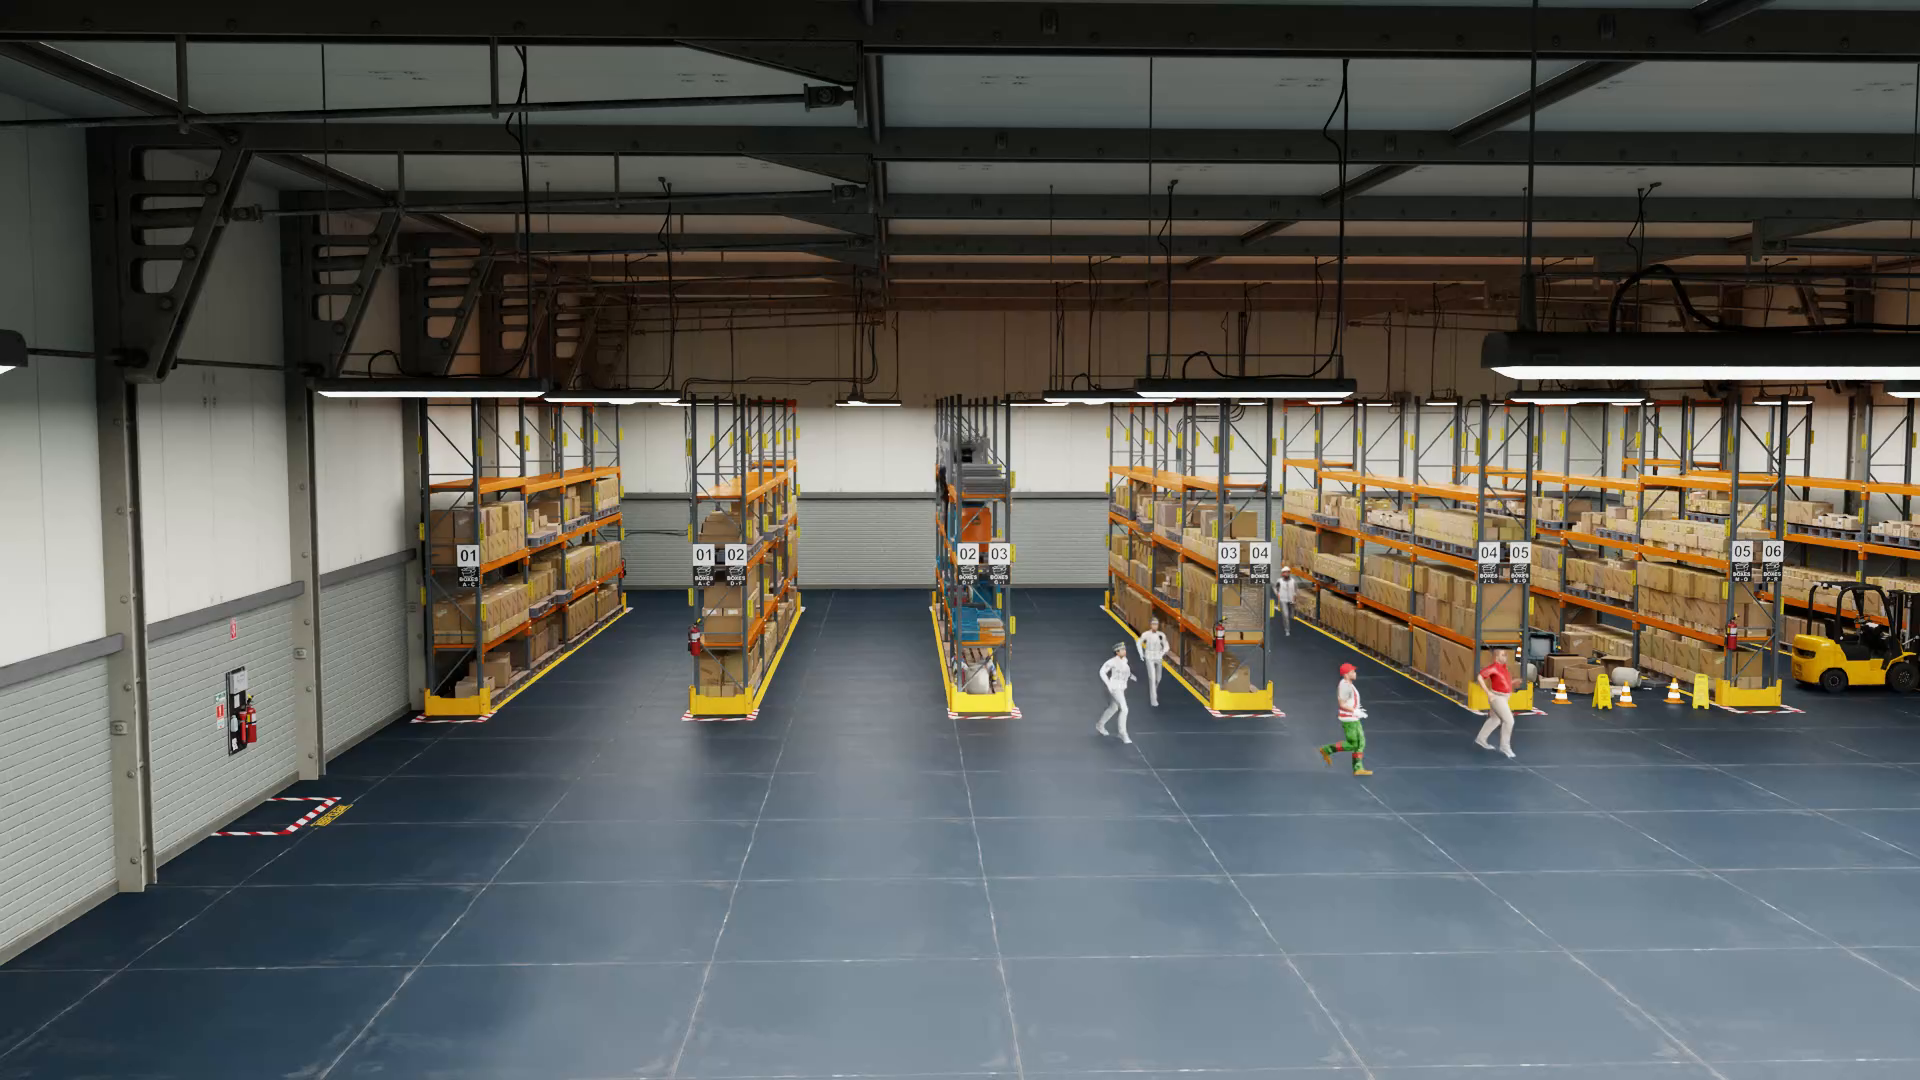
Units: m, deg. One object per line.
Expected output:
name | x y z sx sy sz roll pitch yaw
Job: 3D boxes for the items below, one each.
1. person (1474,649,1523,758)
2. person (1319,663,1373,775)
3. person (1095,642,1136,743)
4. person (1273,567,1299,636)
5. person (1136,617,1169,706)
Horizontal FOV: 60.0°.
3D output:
person | 8.929 2.735 27.593 0.798 1.721 0.637 3 5 33
person | 6.056 2.802 26.012 0.832 1.762 0.655 1 5 18
person | 2.688 2.611 28.811 0.774 1.744 0.607 3 5 33
person | 8.311 1.553 42.340 0.649 1.748 0.918 0 5 -6
person | 3.759 2.337 32.417 0.631 1.689 0.760 0 5 -5
